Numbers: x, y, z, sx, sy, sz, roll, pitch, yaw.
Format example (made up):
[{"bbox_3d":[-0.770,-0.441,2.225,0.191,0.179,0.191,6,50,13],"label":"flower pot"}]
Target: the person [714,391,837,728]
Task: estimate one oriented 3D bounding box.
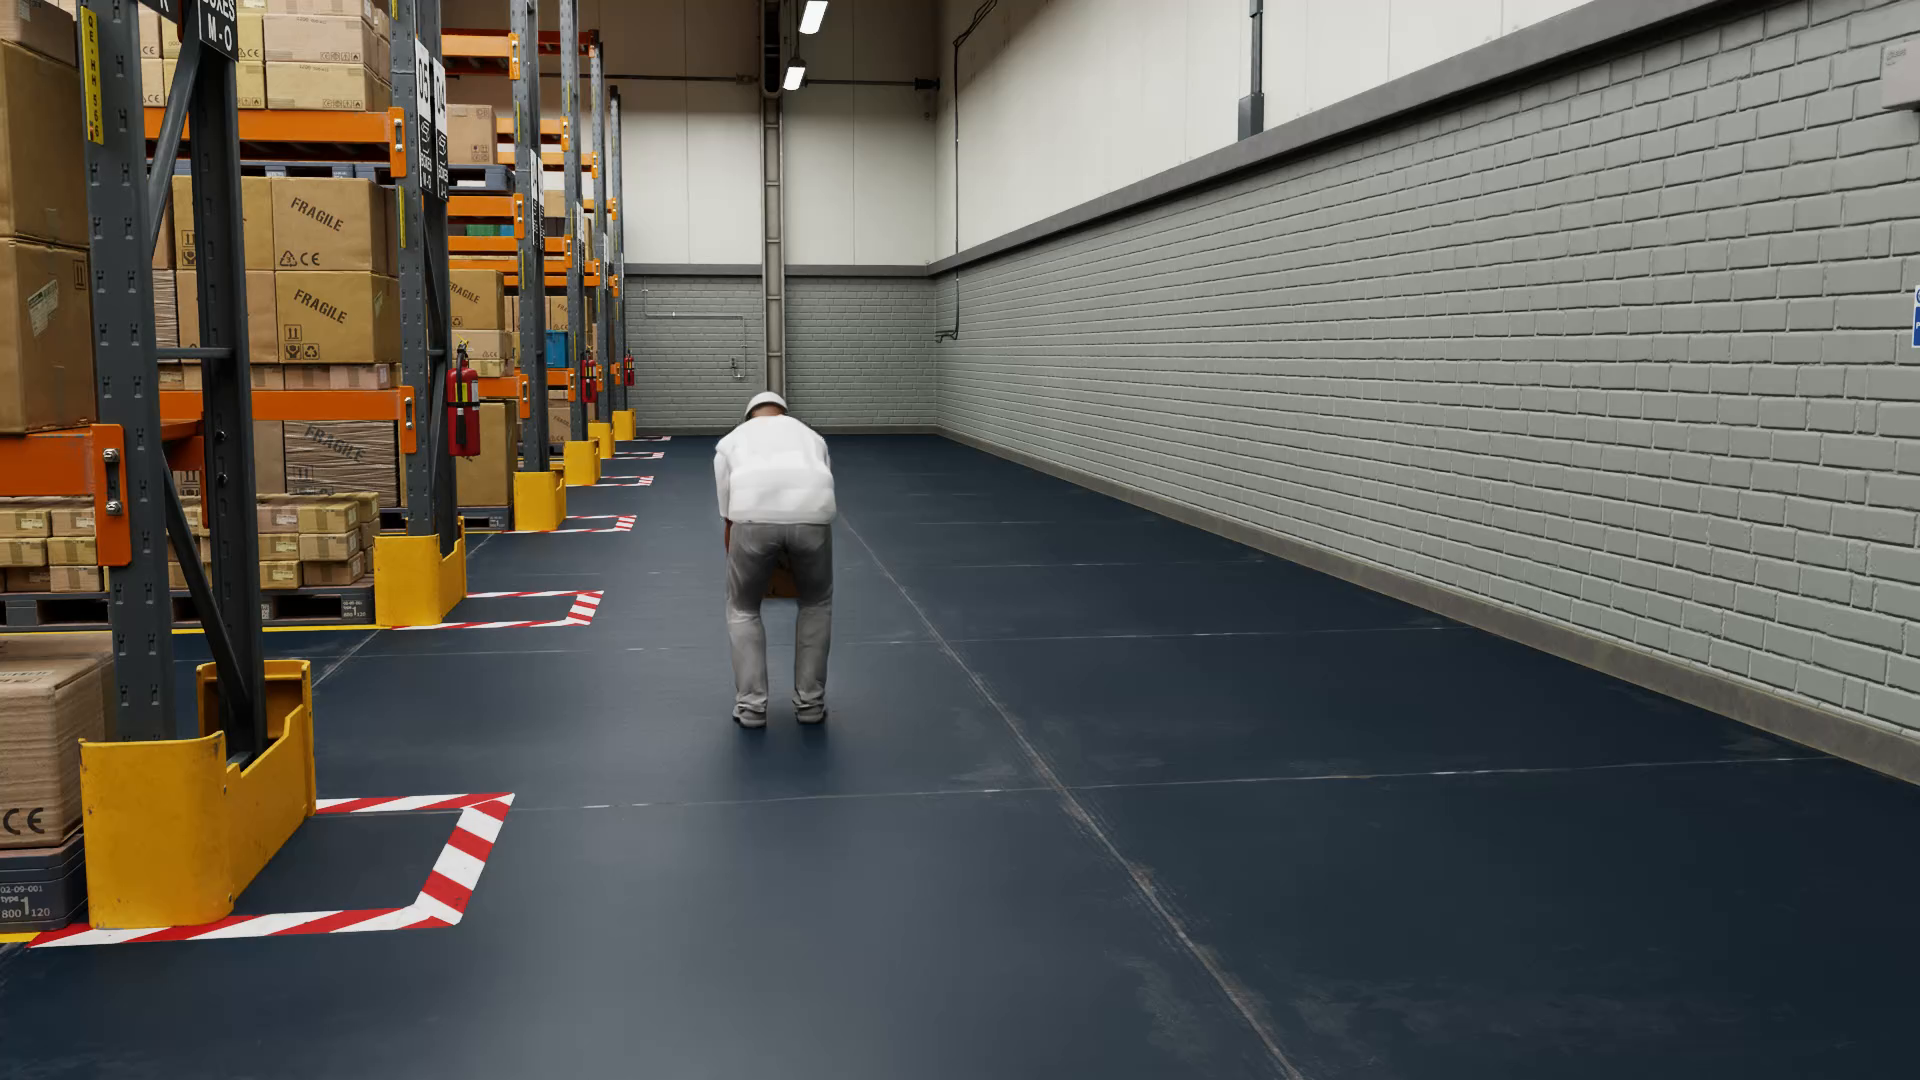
[{"bbox_3d":[-0.779,0.056,6.989,0.491,1.342,0.912,-1,7,-11],"label":"person"}]
